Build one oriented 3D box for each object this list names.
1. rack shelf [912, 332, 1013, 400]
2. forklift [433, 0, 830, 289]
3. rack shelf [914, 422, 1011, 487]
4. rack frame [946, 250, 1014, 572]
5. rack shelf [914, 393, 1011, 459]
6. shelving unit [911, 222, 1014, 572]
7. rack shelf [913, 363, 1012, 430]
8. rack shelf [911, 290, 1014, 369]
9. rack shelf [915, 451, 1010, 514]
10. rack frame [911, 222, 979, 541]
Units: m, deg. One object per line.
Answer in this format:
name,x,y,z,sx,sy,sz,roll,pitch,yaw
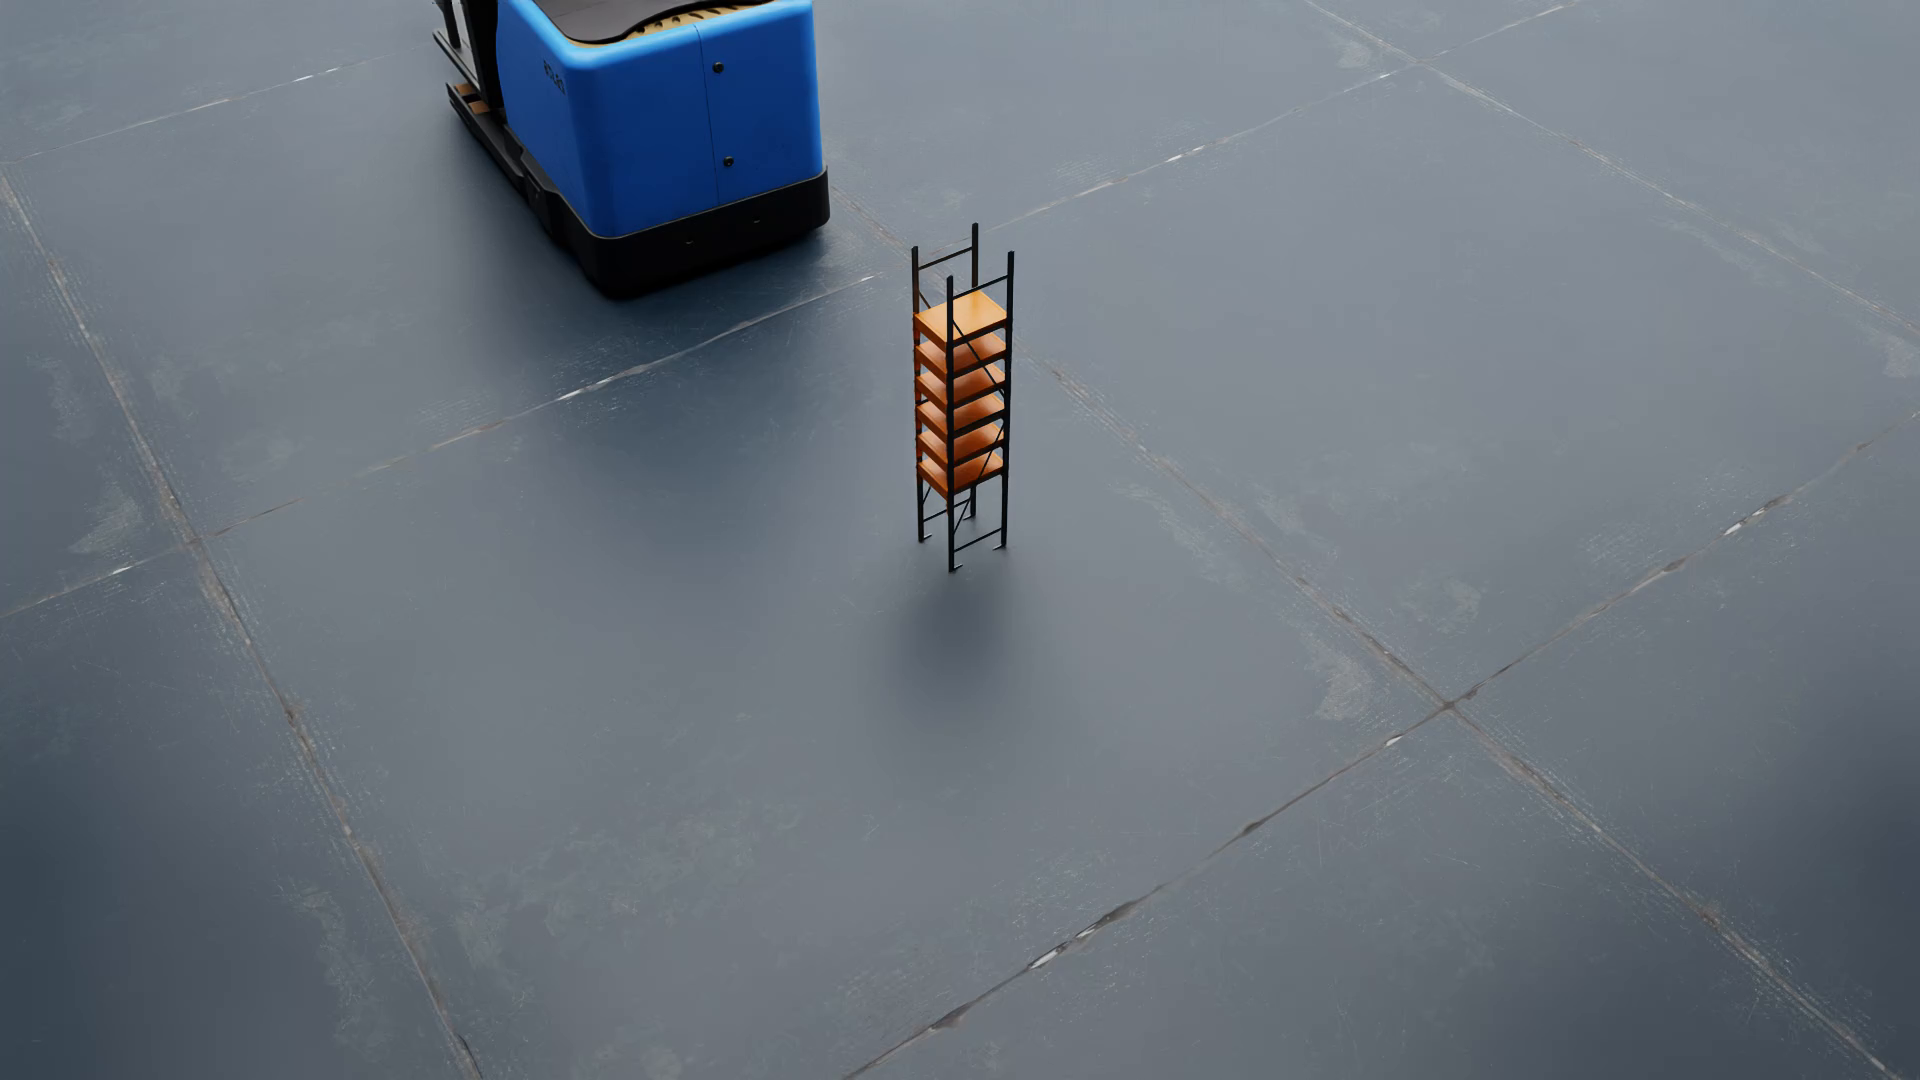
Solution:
rack shelf,0.008,-0.567,5.192,0.258,0.103,0.180,-26,49,-24
forklift,-1.741,-3.074,6.848,1.130,2.935,3.031,-22,48,-22
rack shelf,0.008,-0.307,5.441,0.258,0.103,0.180,-26,49,-24
rack frame,0.061,-0.374,5.273,0.240,1.200,0.006,-26,49,-24
rack shelf,0.008,-0.394,5.358,0.258,0.103,0.180,-26,49,-24
shelving unit,0.008,-0.426,5.327,0.258,1.200,0.189,-26,49,-24
rack shelf,0.008,-0.480,5.275,0.258,0.103,0.180,-26,49,-24
rack shelf,0.008,-0.654,5.109,0.258,0.103,0.180,-26,49,-24
rack shelf,0.008,-0.220,5.524,0.258,0.103,0.180,-26,49,-24
rack frame,-0.044,-0.478,5.381,0.240,1.200,0.006,-26,49,-24
